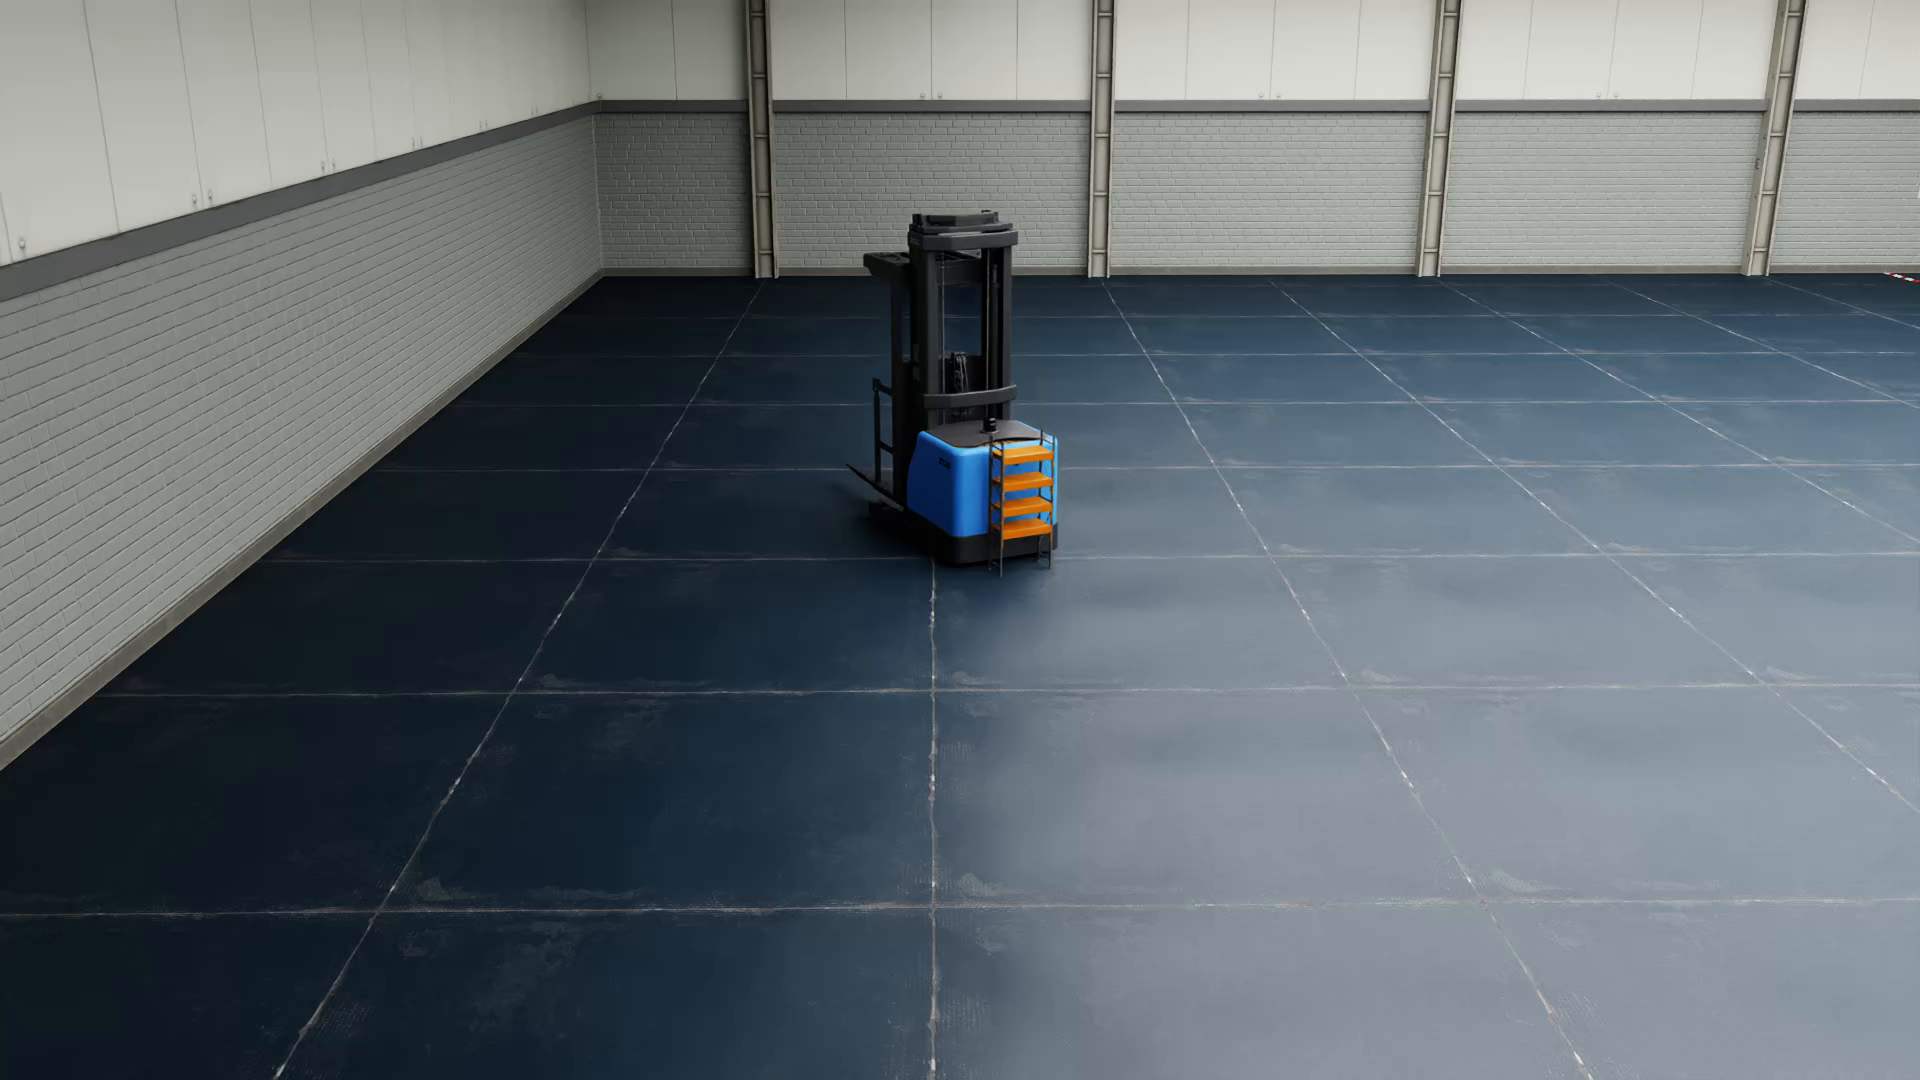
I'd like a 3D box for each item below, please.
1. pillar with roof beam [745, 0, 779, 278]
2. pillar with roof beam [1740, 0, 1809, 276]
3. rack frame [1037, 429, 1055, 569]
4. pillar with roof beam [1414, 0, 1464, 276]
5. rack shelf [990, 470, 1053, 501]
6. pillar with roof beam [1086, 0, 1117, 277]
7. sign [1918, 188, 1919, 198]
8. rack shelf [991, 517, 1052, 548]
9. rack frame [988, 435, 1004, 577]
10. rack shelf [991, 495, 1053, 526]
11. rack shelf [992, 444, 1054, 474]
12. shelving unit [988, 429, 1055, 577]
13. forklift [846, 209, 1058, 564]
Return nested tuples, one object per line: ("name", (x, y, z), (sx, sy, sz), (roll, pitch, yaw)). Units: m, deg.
("pillar with roof beam", (-3.425, -7.737, 24.635), (0.400, 9.000, 9.100), (0, 18, -1))
("pillar with roof beam", (14.573, -7.823, 24.906), (0.400, 9.000, 9.100), (0, 18, -1))
("rack frame", (0.743, -0.352, 14.373), (0.015, 1.200, 0.240), (-9, 21, -25))
("pillar with roof beam", (8.574, -7.794, 24.816), (0.400, 9.000, 9.100), (0, 18, -1))
("rack shelf", (0.526, -0.467, 14.220), (0.480, 0.148, 0.258), (-9, 21, -25))
("pillar with roof beam", (2.574, -7.766, 24.726), (0.400, 9.000, 9.100), (0, 18, -1))
("sign", (17.478, -6.356, 30.095), (0.234, 0.329, 0.001), (0, 18, -1))
("rack shelf", (0.522, -0.067, 14.357), (0.480, 0.148, 0.258), (-9, 21, -25))
("rack frame", (0.305, -0.286, 14.168), (0.015, 1.200, 0.240), (-9, 21, -25))
("rack shelf", (0.523, -0.255, 14.292), (0.480, 0.148, 0.258), (-9, 21, -25))
("rack shelf", (0.528, -0.691, 14.144), (0.480, 0.148, 0.258), (-9, 21, -25))
("shelving unit", (0.524, -0.319, 14.271), (0.503, 1.200, 0.258), (-9, 21, -25))
("forklift", (-0.217, -1.598, 15.434), (1.130, 2.935, 3.031), (-8, 20, -24))
